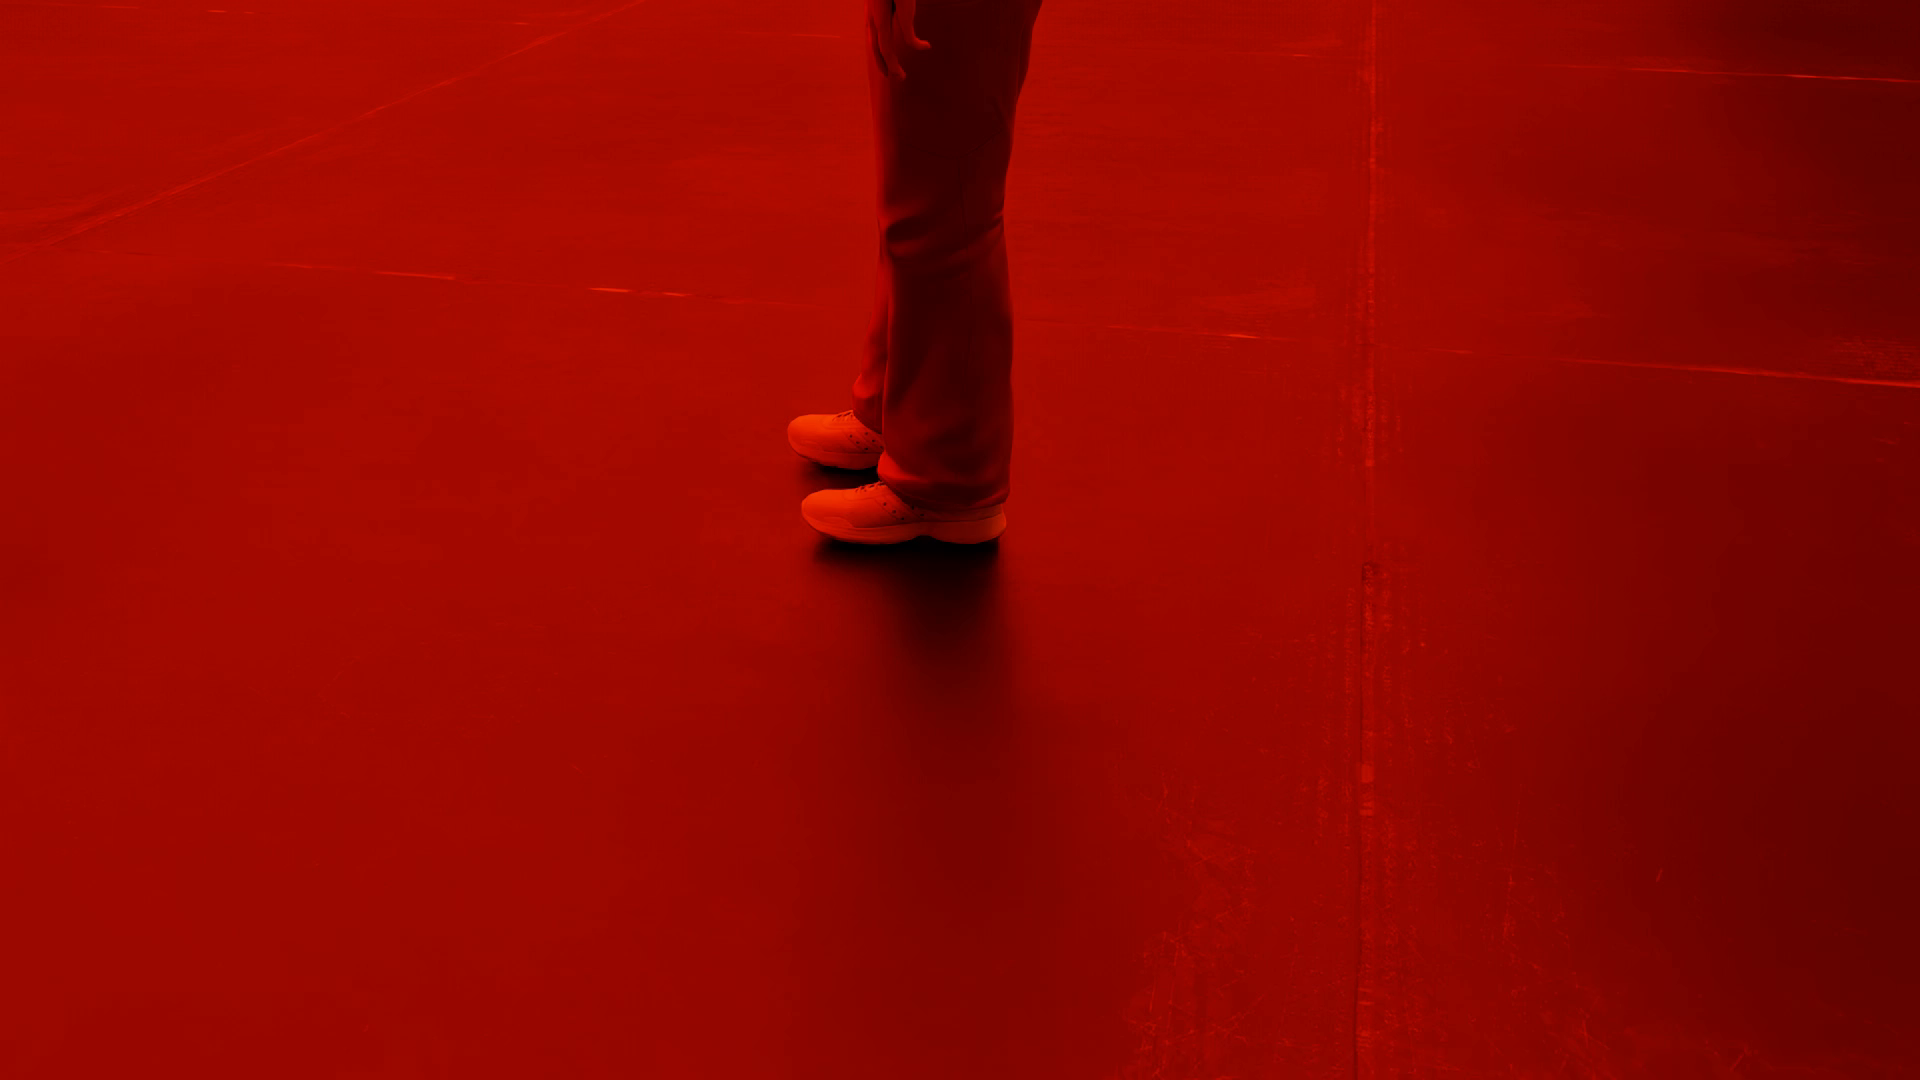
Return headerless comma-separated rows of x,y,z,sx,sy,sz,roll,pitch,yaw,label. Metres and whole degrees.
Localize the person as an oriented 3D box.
-0.070,-0.767,2.144,0.548,1.673,0.553,6,27,11,person
